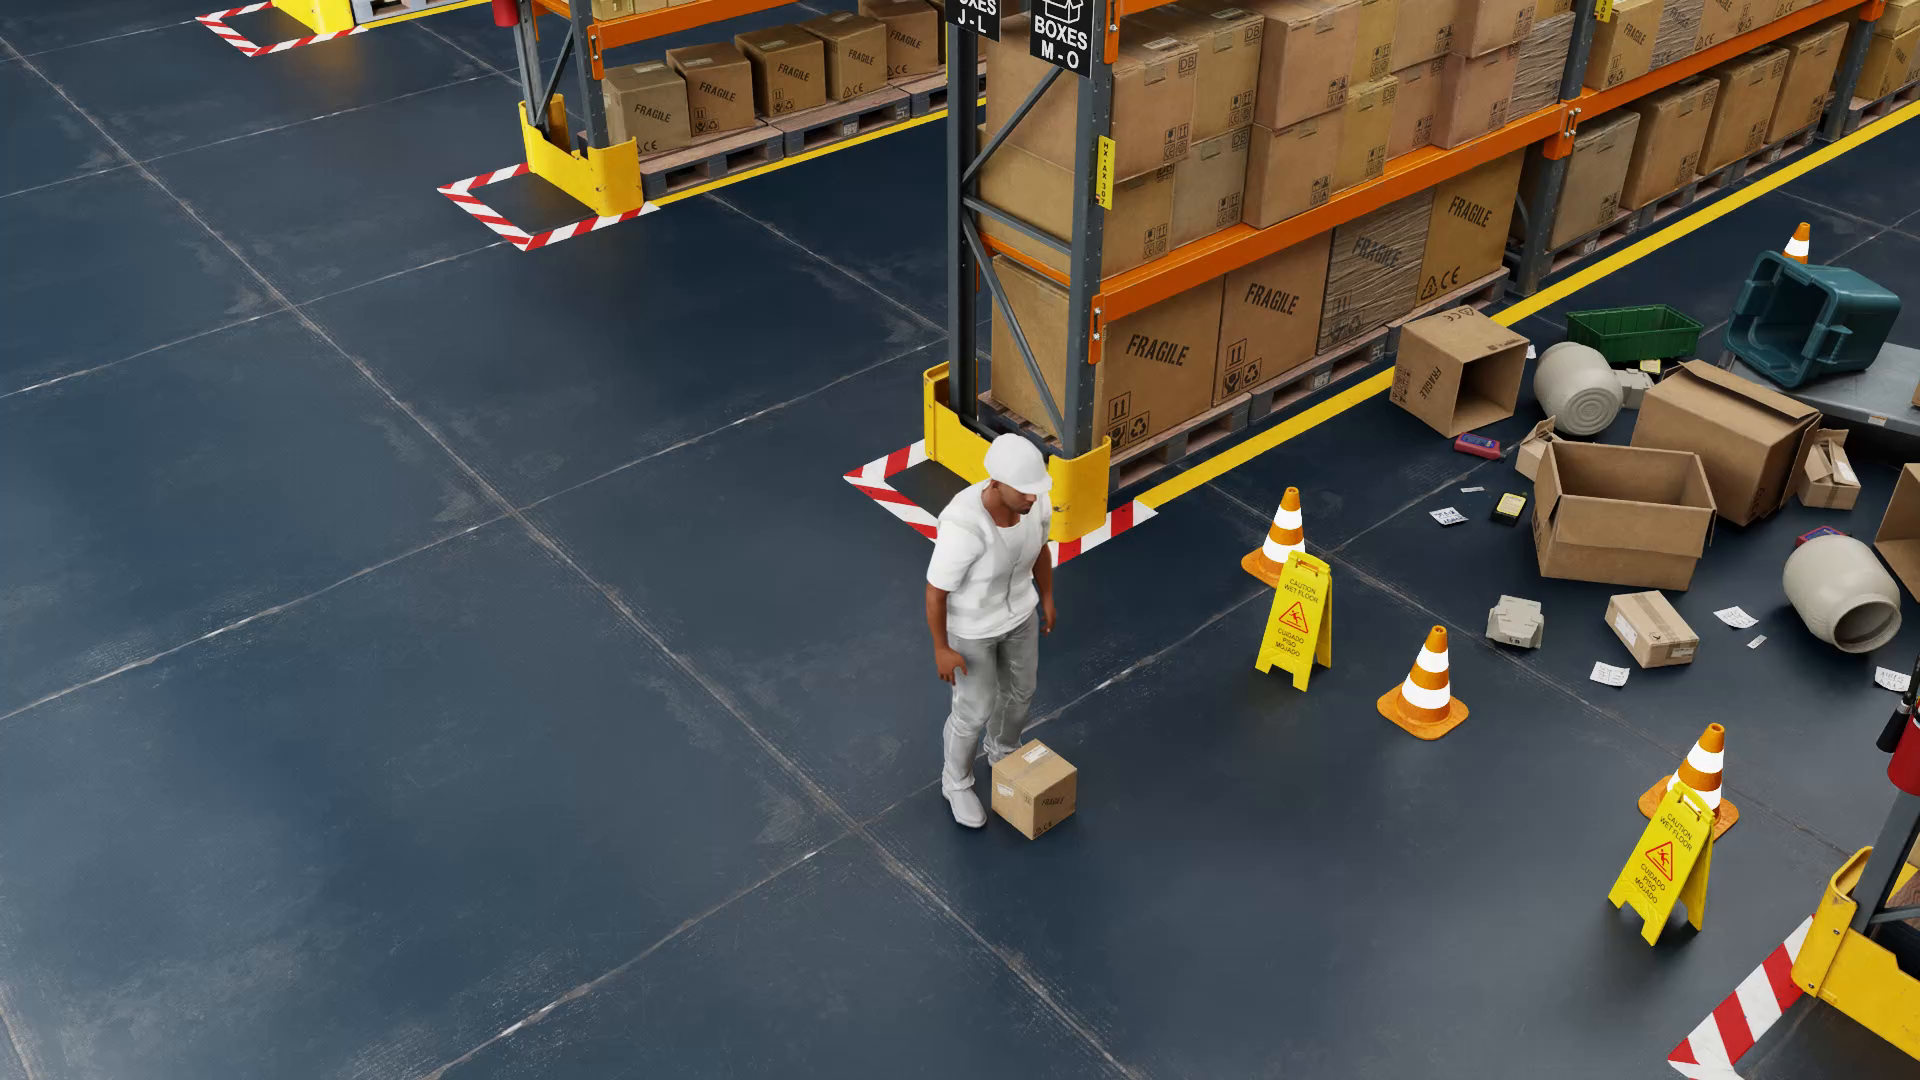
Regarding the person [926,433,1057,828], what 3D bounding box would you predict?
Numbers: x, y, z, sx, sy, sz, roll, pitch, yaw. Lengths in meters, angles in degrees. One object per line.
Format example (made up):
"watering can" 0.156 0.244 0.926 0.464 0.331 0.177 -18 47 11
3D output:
"person" 0.143 0.326 6.610 0.626 1.760 0.458 -28 44 -33
